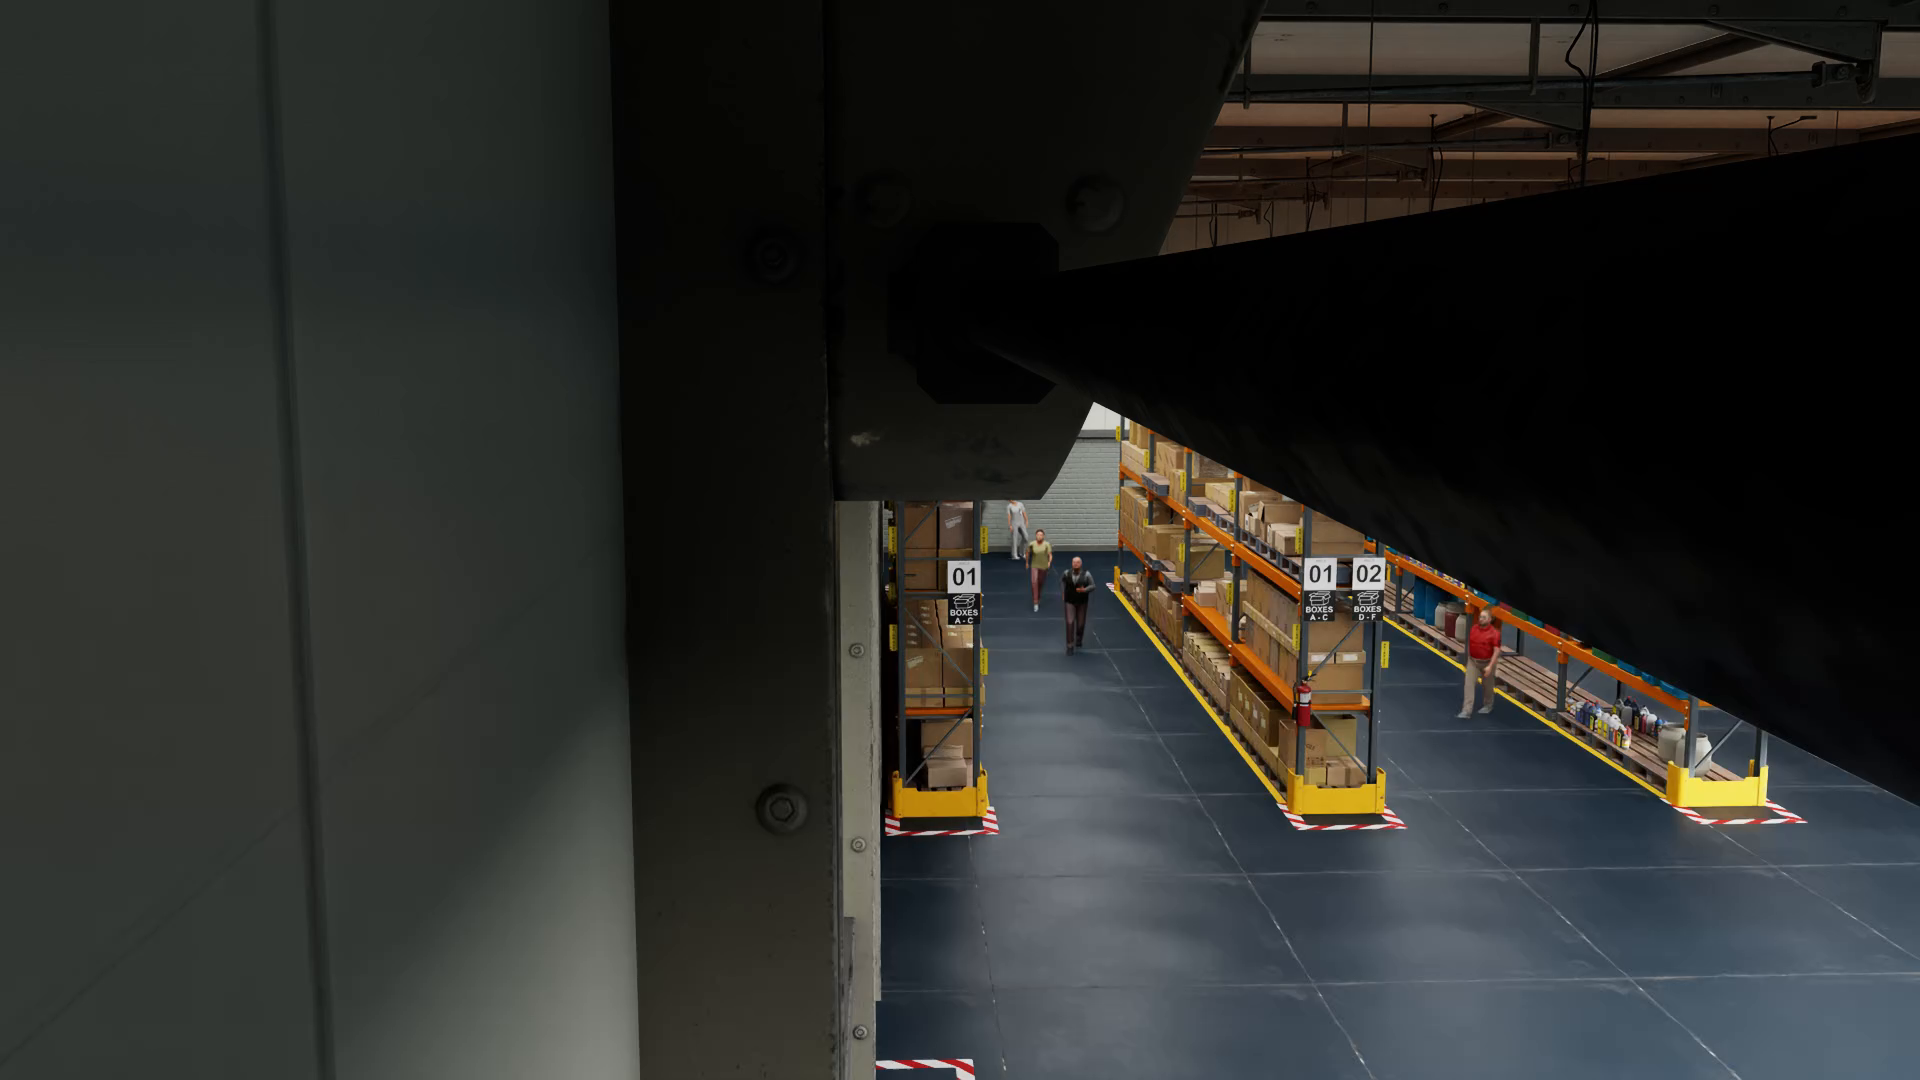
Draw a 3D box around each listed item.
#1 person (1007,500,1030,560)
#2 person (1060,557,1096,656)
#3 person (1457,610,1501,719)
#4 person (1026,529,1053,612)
[{"bbox_3d":[1.436,-0.350,40.722,0.583,1.674,0.389,-5,9,-29],"label":"person"},{"bbox_3d":[2.127,1.173,30.034,0.633,1.765,0.829,0,8,2],"label":"person"},{"bbox_3d":[7.896,1.880,25.147,0.535,1.662,1.046,6,10,36],"label":"person"},{"bbox_3d":[1.644,0.588,34.400,0.532,1.649,0.982,0,8,-3],"label":"person"}]
